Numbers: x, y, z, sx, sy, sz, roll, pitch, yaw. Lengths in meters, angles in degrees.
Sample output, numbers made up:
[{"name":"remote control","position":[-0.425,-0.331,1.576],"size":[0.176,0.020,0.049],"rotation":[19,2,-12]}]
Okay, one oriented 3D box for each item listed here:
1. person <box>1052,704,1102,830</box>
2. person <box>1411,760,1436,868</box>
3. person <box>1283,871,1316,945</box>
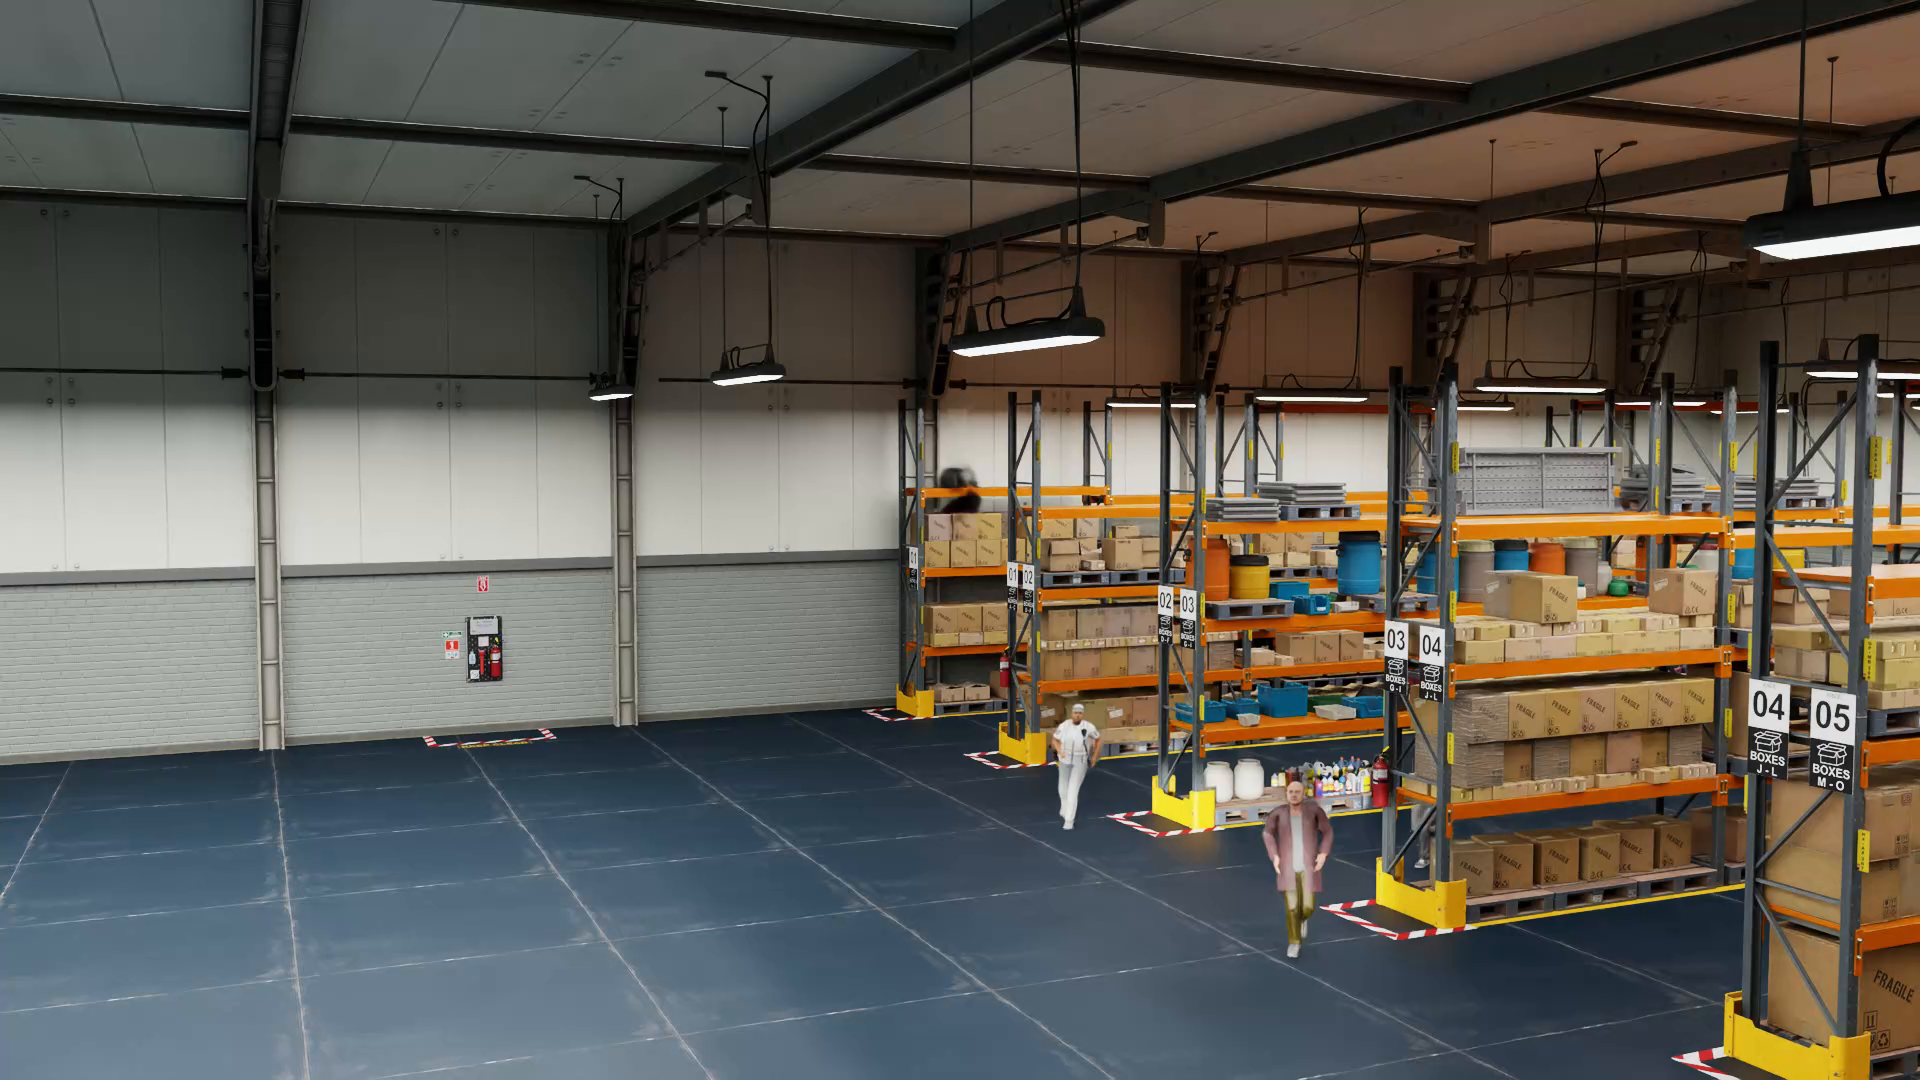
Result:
[{"name":"person","position":[1.582,3.037,22.525],"size":[0.661,1.681,0.782],"rotation":[1,3,14]},{"name":"person","position":[5.756,3.314,20.328],"size":[0.583,1.338,0.346],"rotation":[-3,4,-38]},{"name":"person","position":[3.435,3.631,16.883],"size":[0.377,0.959,0.536],"rotation":[1,3,12]}]
